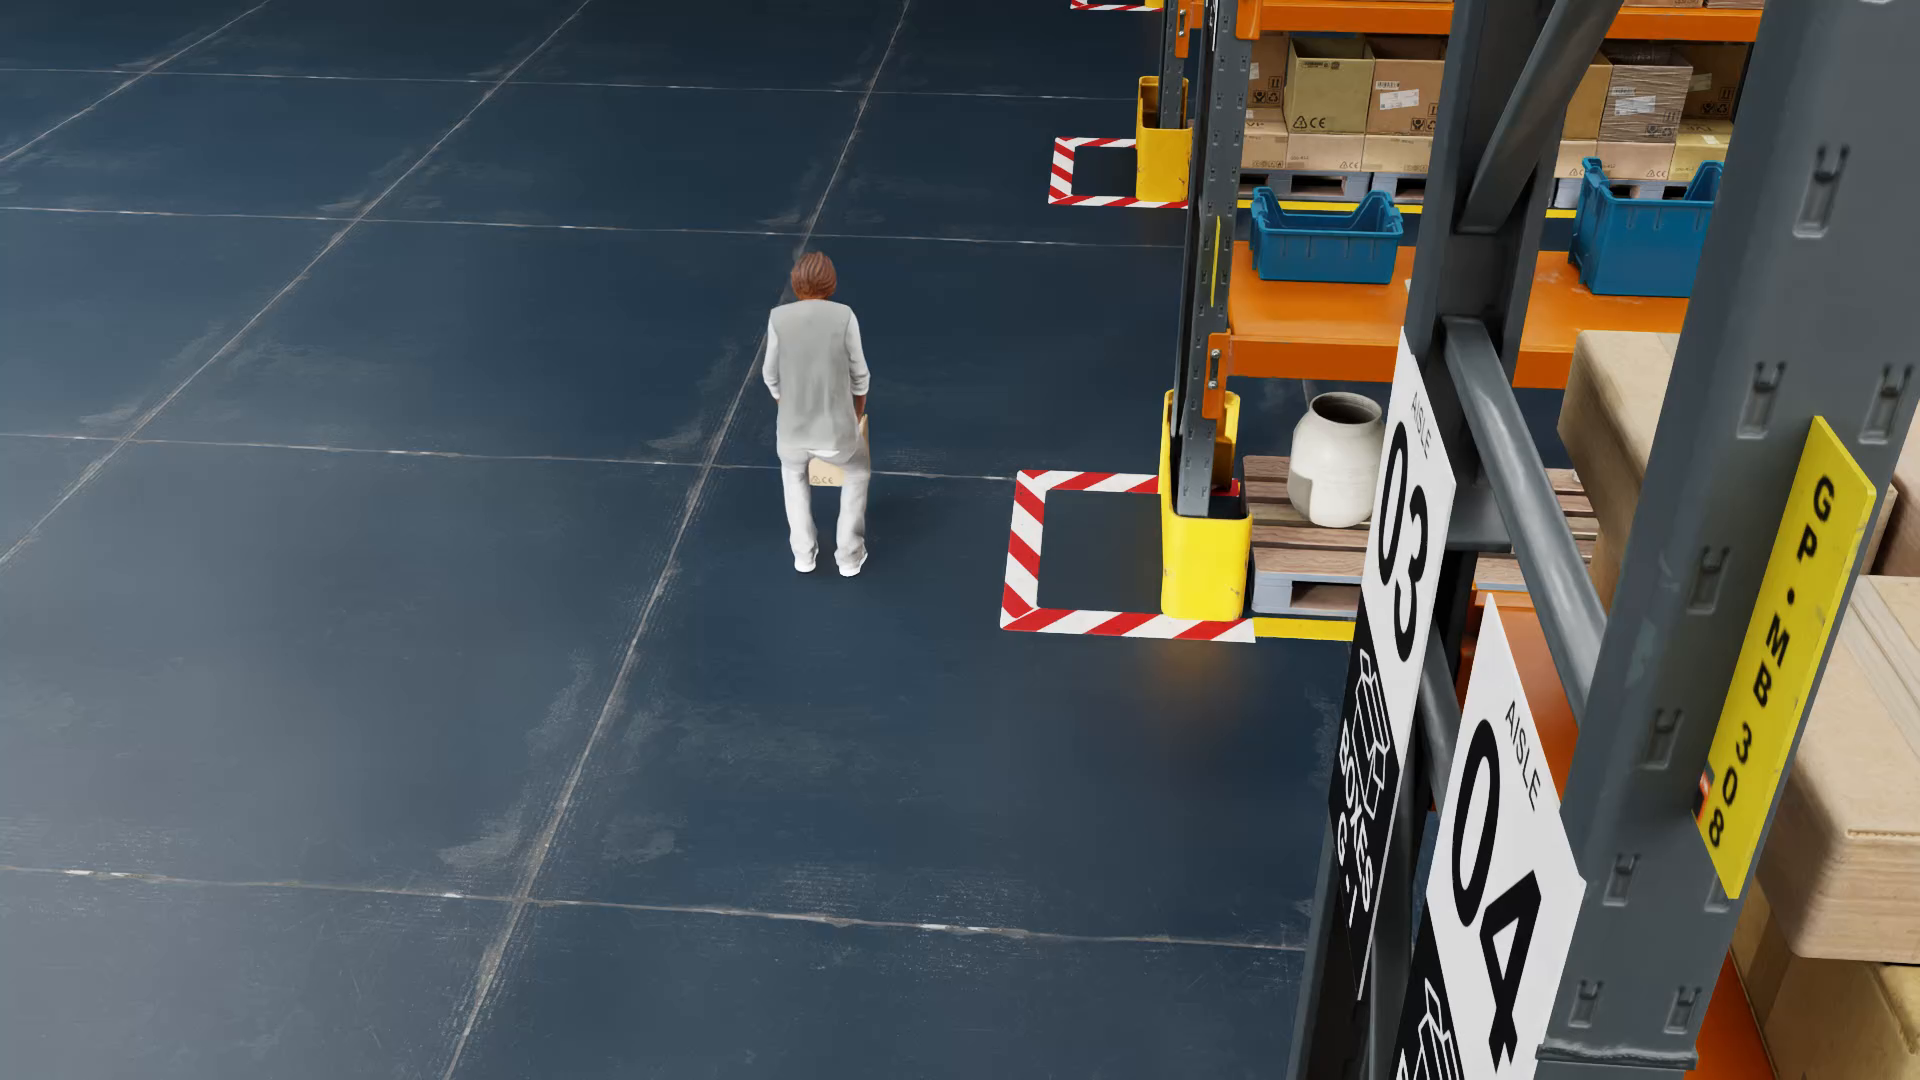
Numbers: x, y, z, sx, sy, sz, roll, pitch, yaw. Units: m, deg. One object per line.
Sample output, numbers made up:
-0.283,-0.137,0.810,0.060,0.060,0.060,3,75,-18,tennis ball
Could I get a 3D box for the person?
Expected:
-0.619,-0.493,7.133,0.459,1.381,0.580,3,33,4,person
